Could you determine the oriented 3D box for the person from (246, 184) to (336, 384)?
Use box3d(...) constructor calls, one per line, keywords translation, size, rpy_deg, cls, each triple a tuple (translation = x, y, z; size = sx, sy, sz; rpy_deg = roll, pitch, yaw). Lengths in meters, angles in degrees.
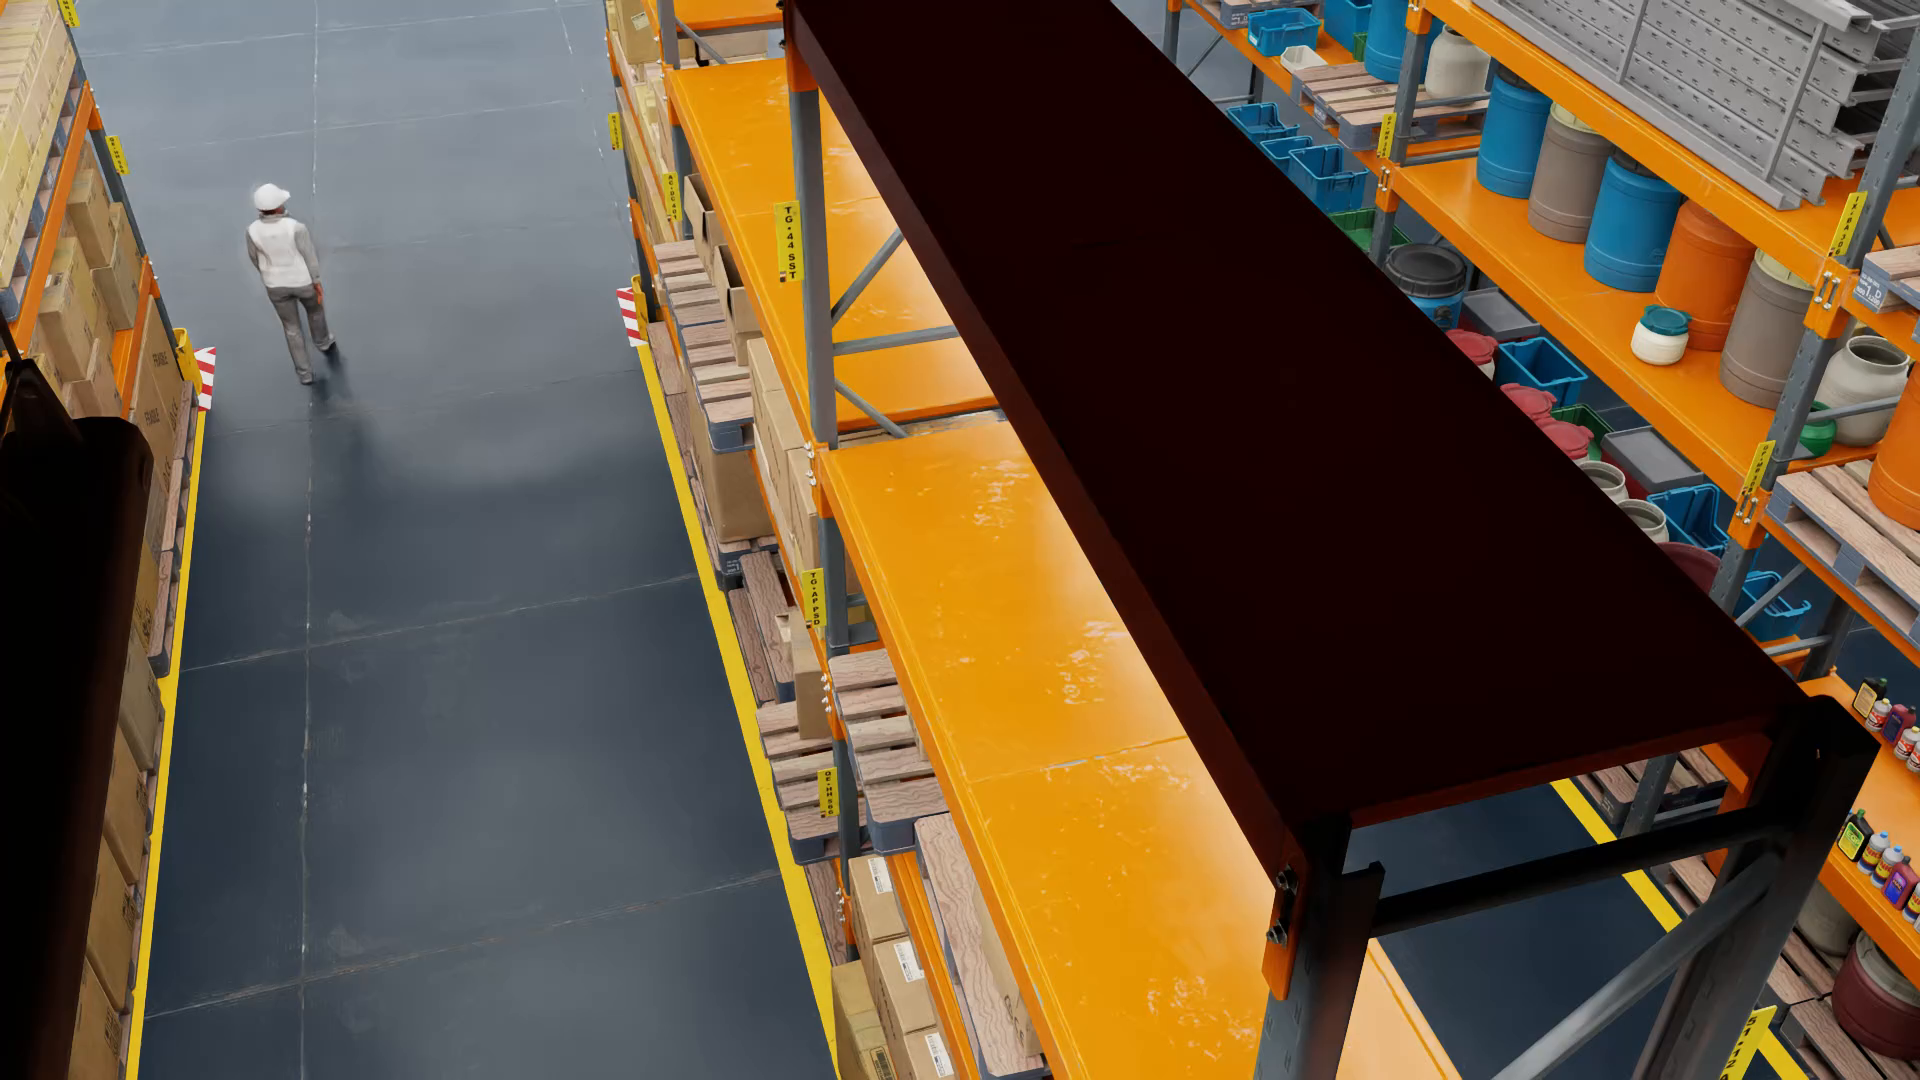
box3d(translation=(-5.735, -2.275, 14.262), size=(0.568, 1.752, 0.850), rpy_deg=(-7, 39, -8), cls="person")
